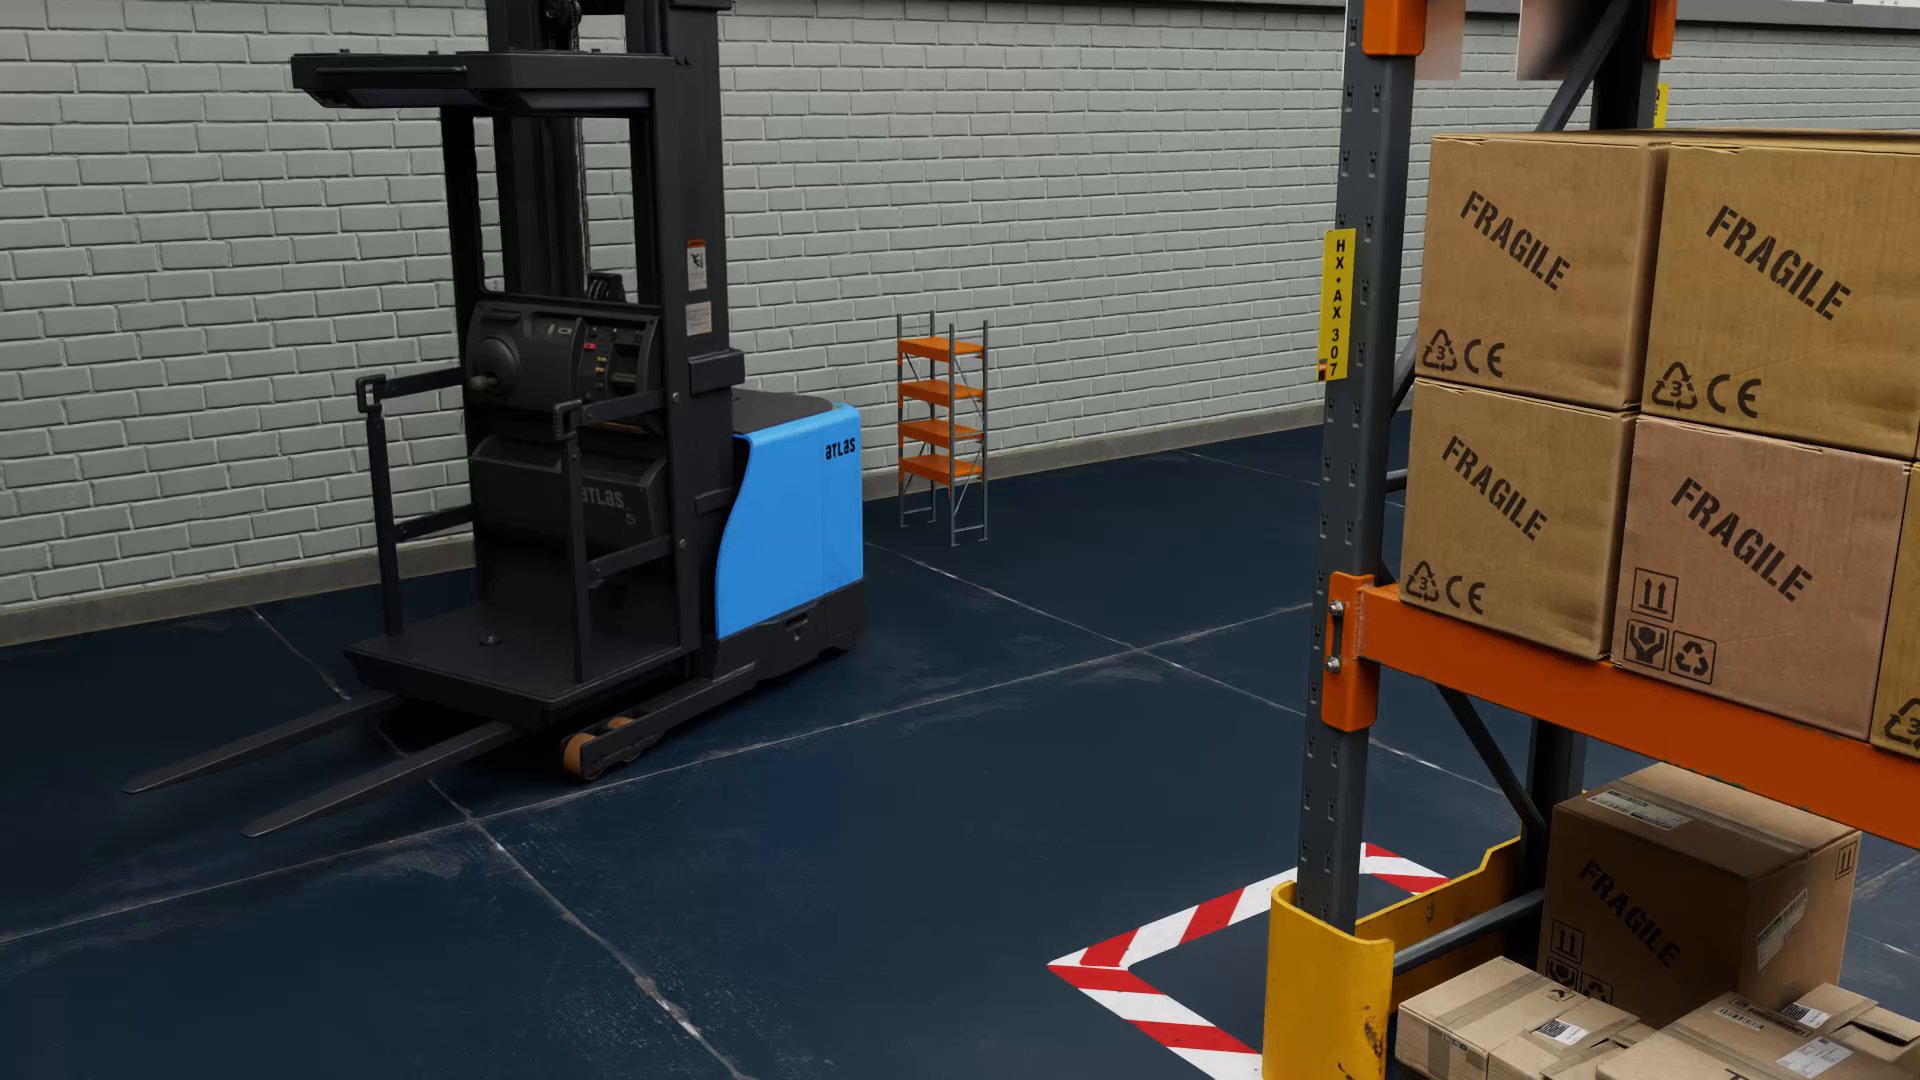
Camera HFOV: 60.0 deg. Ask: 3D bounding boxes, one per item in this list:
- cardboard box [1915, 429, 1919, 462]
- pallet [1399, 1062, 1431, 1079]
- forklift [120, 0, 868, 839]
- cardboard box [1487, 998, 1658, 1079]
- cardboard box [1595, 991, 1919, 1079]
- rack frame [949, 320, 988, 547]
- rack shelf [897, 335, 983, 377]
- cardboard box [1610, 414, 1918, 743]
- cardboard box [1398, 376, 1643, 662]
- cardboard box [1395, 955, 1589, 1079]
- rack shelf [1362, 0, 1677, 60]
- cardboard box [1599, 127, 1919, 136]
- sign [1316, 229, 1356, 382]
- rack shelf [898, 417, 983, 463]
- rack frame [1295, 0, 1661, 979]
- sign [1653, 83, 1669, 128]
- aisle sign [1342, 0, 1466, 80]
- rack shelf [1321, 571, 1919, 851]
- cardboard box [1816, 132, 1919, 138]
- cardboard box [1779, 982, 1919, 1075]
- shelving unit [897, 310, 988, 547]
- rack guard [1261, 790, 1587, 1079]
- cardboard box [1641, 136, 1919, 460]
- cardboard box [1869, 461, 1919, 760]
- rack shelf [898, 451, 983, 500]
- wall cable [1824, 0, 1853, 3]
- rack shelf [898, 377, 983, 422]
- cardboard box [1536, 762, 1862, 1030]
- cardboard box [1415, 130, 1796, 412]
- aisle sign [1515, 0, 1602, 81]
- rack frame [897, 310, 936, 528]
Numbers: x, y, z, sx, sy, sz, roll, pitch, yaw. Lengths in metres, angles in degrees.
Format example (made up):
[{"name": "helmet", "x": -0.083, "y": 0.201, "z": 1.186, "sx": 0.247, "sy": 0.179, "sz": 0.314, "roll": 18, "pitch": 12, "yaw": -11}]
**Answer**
[{"name": "cardboard box", "x": 1.911, "y": -0.354, "z": 2.605, "sx": 0.500, "sy": 0.500, "sz": 0.500, "roll": -11, "pitch": 19, "yaw": -34}, {"name": "pallet", "x": 1.774, "y": 1.354, "z": 3.730, "sx": 1.003, "sy": 0.211, "sz": 1.213, "roll": -11, "pitch": 19, "yaw": -35}, {"name": "forklift", "x": -1.611, "y": -0.695, "z": 6.063, "sx": 1.130, "sy": 2.935, "sz": 3.031, "roll": 9, "pitch": 18, "yaw": 30}, {"name": "cardboard box", "x": 1.375, "y": 1.173, "z": 3.642, "sx": 0.380, "sy": 0.166, "sz": 0.250, "roll": -11, "pitch": 19, "yaw": -35}, {"name": "cardboard box", "x": 1.644, "y": 1.204, "z": 3.372, "sx": 0.500, "sy": 0.250, "sz": 0.500, "roll": -11, "pitch": 19, "yaw": -35}, {"name": "rack frame", "x": 0.046, "y": -0.562, "z": 8.856, "sx": 0.240, "sy": 1.200, "sz": 0.015, "roll": -11, "pitch": 19, "yaw": -35}, {"name": "rack shelf", "x": -0.097, "y": -0.993, "z": 8.943, "sx": 0.258, "sy": 0.148, "sz": 0.480, "roll": -11, "pitch": 19, "yaw": -35}, {"name": "cardboard box", "x": 1.615, "y": 0.019, "z": 3.134, "sx": 0.500, "sy": 0.500, "sz": 0.500, "roll": -11, "pitch": 19, "yaw": -35}, {"name": "cardboard box", "x": 1.307, "y": -0.090, "z": 3.533, "sx": 0.500, "sy": 0.500, "sz": 0.500, "roll": -10, "pitch": 18, "yaw": -33}, {"name": "cardboard box", "x": 1.228, "y": 1.128, "z": 3.839, "sx": 0.380, "sy": 0.149, "sz": 0.250, "roll": -11, "pitch": 19, "yaw": -35}, {"name": "rack shelf", "x": 2.436, "y": -0.850, "z": 2.181, "sx": 1.077, "sy": 0.370, "sz": 4.000, "roll": -11, "pitch": 19, "yaw": -35}, {"name": "cardboard box", "x": 1.744, "y": -0.656, "z": 3.706, "sx": 0.500, "sy": 0.500, "sz": 0.500, "roll": -11, "pitch": 19, "yaw": -35}, {"name": "sign", "x": 0.821, "y": -0.511, "z": 3.620, "sx": 0.100, "sy": 0.325, "sz": 0.005, "roll": -11, "pitch": 19, "yaw": -35}, {"name": "rack shelf", "x": -0.097, "y": -0.549, "z": 9.065, "sx": 0.258, "sy": 0.148, "sz": 0.480, "roll": -11, "pitch": 19, "yaw": -35}, {"name": "rack frame", "x": 1.260, "y": -0.177, "z": 4.042, "sx": 1.000, "sy": 3.000, "sz": 0.127, "roll": -11, "pitch": 19, "yaw": -35}, {"name": "sign", "x": 1.721, "y": -0.970, "z": 4.147, "sx": 0.100, "sy": 0.325, "sz": 0.005, "roll": -11, "pitch": 19, "yaw": -35}, {"name": "aisle sign", "x": 0.982, "y": -1.400, "z": 3.586, "sx": 0.394, "sy": 0.787, "sz": 0.004, "roll": -11, "pitch": 19, "yaw": -35}, {"name": "rack shelf", "x": 2.436, "y": 0.597, "z": 2.577, "sx": 1.077, "sy": 0.370, "sz": 4.000, "roll": -11, "pitch": 19, "yaw": -35}, {"name": "cardboard box", "x": 2.042, "y": -0.548, "z": 3.312, "sx": 0.500, "sy": 0.500, "sz": 0.500, "roll": -10, "pitch": 18, "yaw": -33}, {"name": "cardboard box", "x": 1.944, "y": 1.155, "z": 3.707, "sx": 0.380, "sy": 0.166, "sz": 0.250, "roll": -11, "pitch": 19, "yaw": -35}, {"name": "shelving unit", "x": -0.097, "y": -0.614, "z": 9.047, "sx": 0.258, "sy": 1.200, "sz": 0.503, "roll": -11, "pitch": 19, "yaw": -35}, {"name": "rack guard", "x": 1.305, "y": 1.044, "z": 4.313, "sx": 1.175, "sy": 0.500, "sz": 0.348, "roll": -11, "pitch": 19, "yaw": -35}, {"name": "cardboard box", "x": 1.621, "y": -0.462, "z": 2.998, "sx": 0.500, "sy": 0.500, "sz": 0.500, "roll": -11, "pitch": 19, "yaw": -34}, {"name": "cardboard box", "x": 1.908, "y": 0.127, "z": 2.741, "sx": 0.500, "sy": 0.500, "sz": 0.500, "roll": -11, "pitch": 19, "yaw": -35}, {"name": "rack shelf", "x": -0.097, "y": -0.358, "z": 9.117, "sx": 0.258, "sy": 0.148, "sz": 0.480, "roll": -11, "pitch": 19, "yaw": -35}, {"name": "wall cable", "x": 8.738, "y": -7.902, "z": 14.807, "sx": 2.277, "sy": 5.999, "sz": 0.120, "roll": -11, "pitch": 19, "yaw": -35}, {"name": "rack shelf", "x": -0.097, "y": -0.765, "z": 9.006, "sx": 0.258, "sy": 0.148, "sz": 0.480, "roll": -11, "pitch": 19, "yaw": -35}, {"name": "cardboard box", "x": 1.779, "y": 0.894, "z": 4.030, "sx": 0.500, "sy": 0.500, "sz": 0.500, "roll": -11, "pitch": 19, "yaw": -35}, {"name": "cardboard box", "x": 1.307, "y": -0.572, "z": 3.401, "sx": 0.500, "sy": 0.500, "sz": 0.500, "roll": -10, "pitch": 18, "yaw": -33}, {"name": "aisle sign", "x": 1.468, "y": -1.493, "z": 3.926, "sx": 0.394, "sy": 0.787, "sz": 0.004, "roll": -11, "pitch": 19, "yaw": -35}, {"name": "rack frame", "x": -0.241, "y": -0.666, "z": 9.237, "sx": 0.240, "sy": 1.200, "sz": 0.015, "roll": -11, "pitch": 19, "yaw": -35}]
